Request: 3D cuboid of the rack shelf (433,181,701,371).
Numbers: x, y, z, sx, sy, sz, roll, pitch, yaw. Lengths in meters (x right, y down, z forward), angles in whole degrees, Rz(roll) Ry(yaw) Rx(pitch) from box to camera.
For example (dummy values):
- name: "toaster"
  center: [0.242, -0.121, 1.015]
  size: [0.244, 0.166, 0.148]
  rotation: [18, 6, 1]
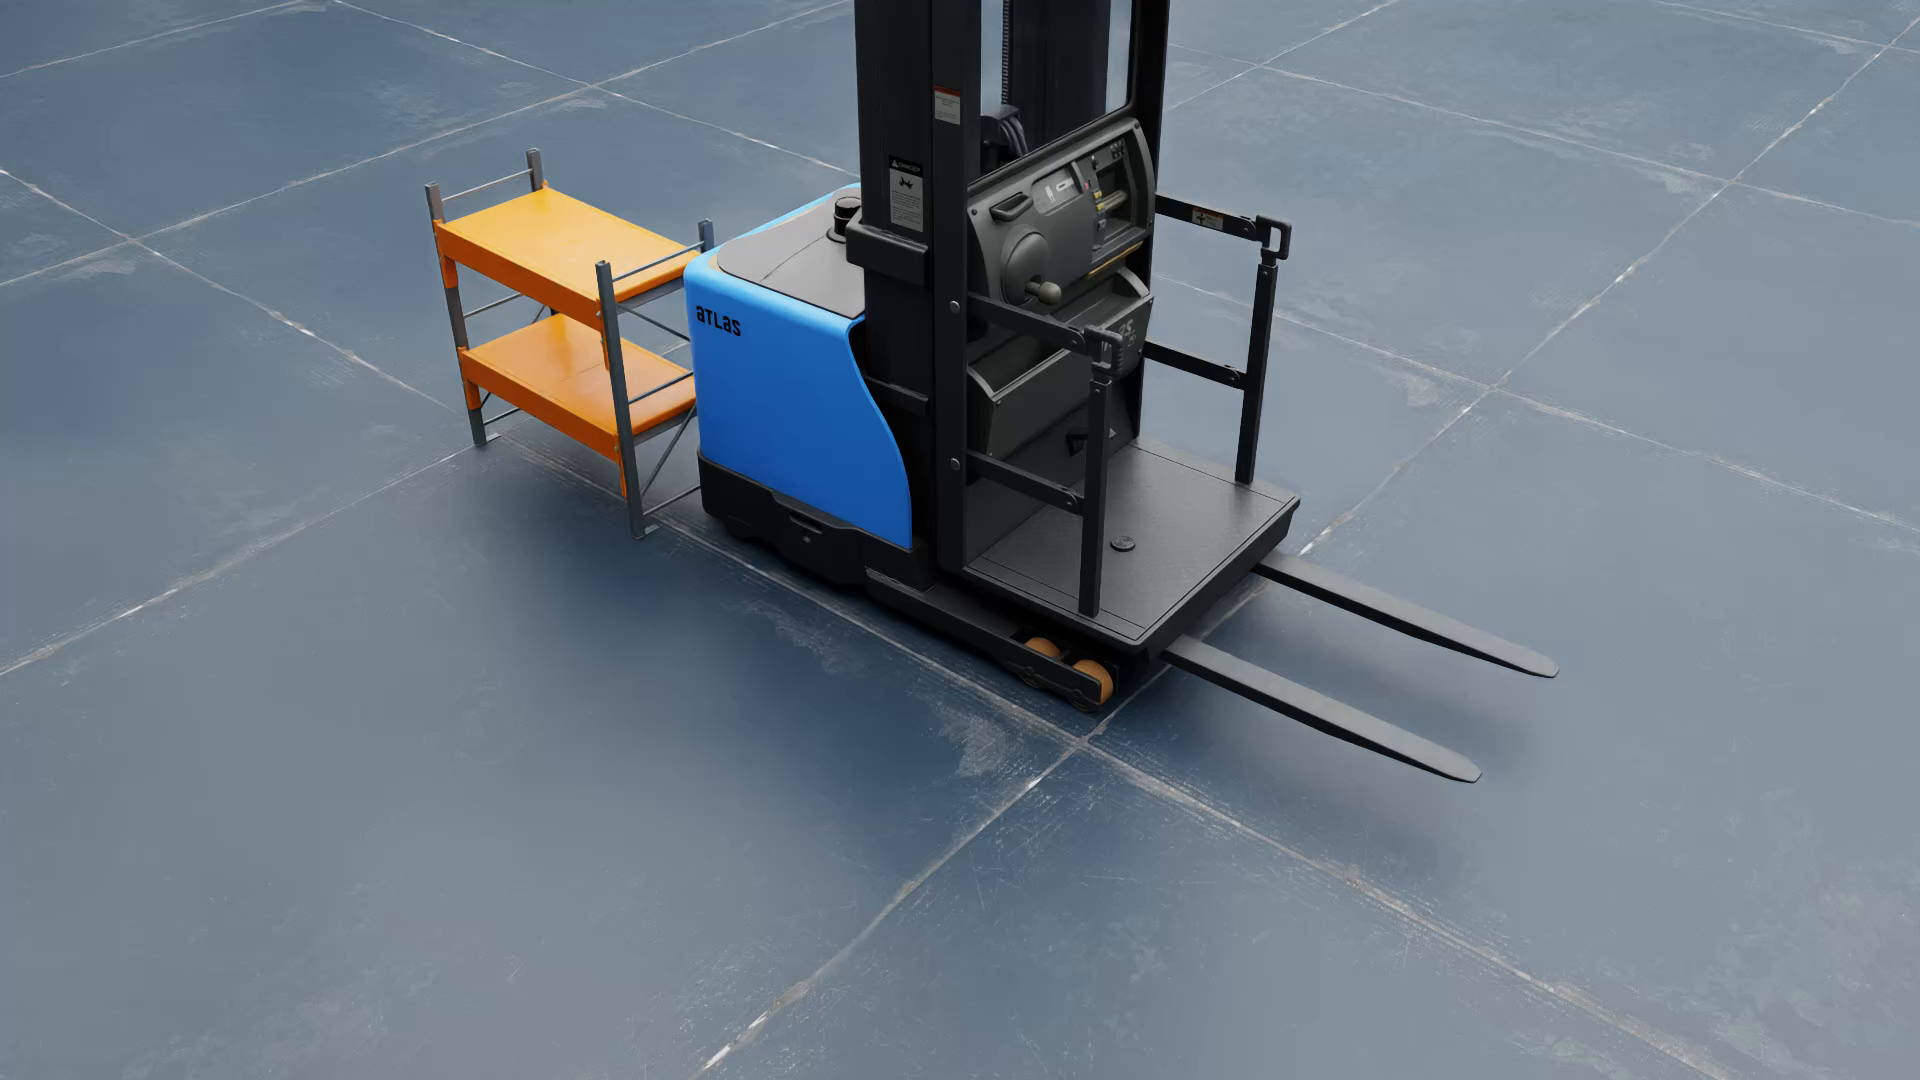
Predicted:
- name: "rack shelf"
  center: [-1.437, -1.006, 6.205]
  size: [1.000, 0.278, 0.538]
  rotation: [27, 43, 33]

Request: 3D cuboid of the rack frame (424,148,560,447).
- name: "rack frame"
  center: [-1.816, -0.957, 6.650]
  size: [0.032, 1.125, 0.500]
  rotation: [27, 43, 33]

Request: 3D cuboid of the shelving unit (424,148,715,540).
- name: "shelving unit"
  center: [-1.437, -0.765, 6.370]
  size: [1.048, 1.125, 0.538]
  rotation: [27, 43, 33]

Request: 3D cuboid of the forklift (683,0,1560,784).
- name: "forklift"
  center: [0.498, -0.991, 5.104]
  size: [3.031, 2.935, 1.130]
  rotation: [24, 41, 30]

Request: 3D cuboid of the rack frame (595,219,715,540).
- name: "rack frame"
  center: [-1.059, -0.573, 6.091]
  size: [0.032, 1.125, 0.500]
  rotation: [27, 43, 33]

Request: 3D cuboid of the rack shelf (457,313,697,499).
- name: "rack shelf"
  center: [-1.437, -0.563, 6.509]
  size: [1.000, 0.278, 0.538]
  rotation: [27, 43, 33]
